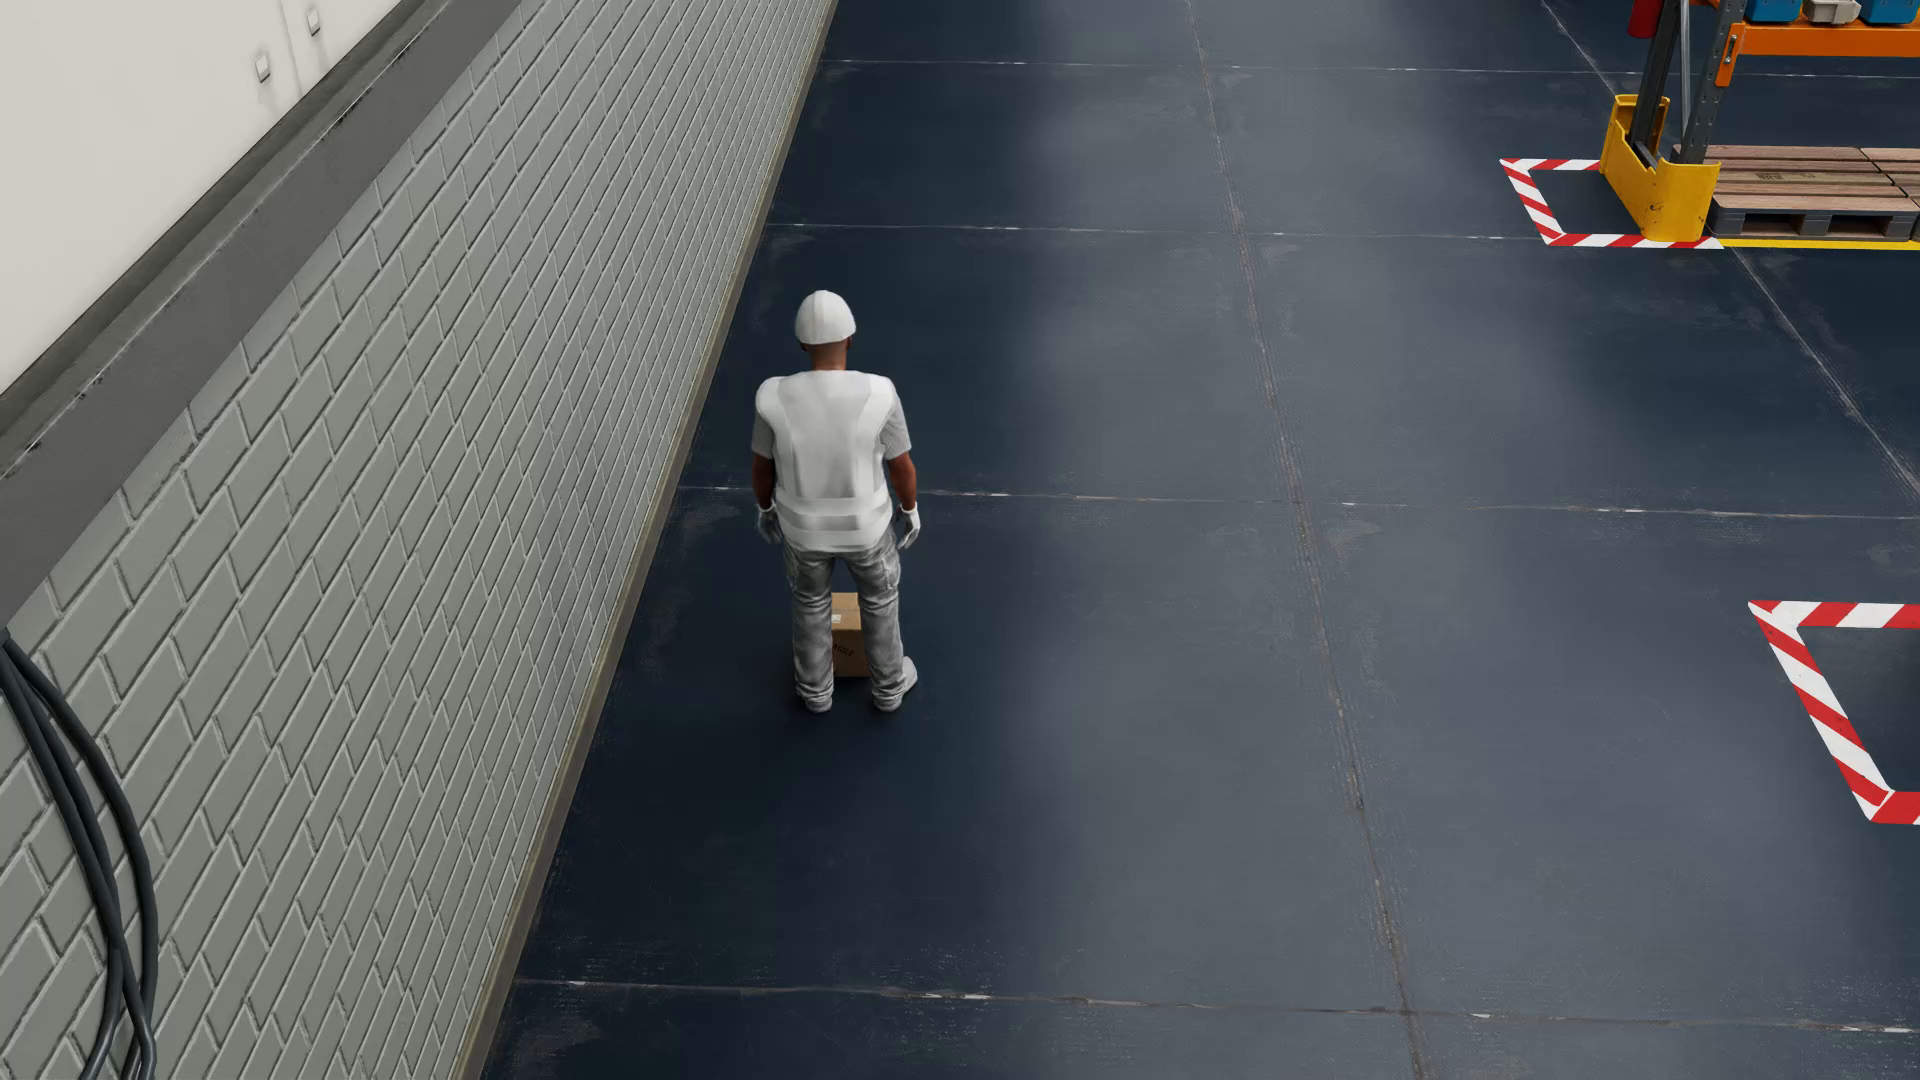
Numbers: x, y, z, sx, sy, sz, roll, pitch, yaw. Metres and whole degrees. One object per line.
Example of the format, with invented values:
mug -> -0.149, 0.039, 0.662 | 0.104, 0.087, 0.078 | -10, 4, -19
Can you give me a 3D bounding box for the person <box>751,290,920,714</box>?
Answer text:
person -> -0.459, -0.096, 6.271 | 0.616, 1.774, 0.449 | 1, 35, 2
